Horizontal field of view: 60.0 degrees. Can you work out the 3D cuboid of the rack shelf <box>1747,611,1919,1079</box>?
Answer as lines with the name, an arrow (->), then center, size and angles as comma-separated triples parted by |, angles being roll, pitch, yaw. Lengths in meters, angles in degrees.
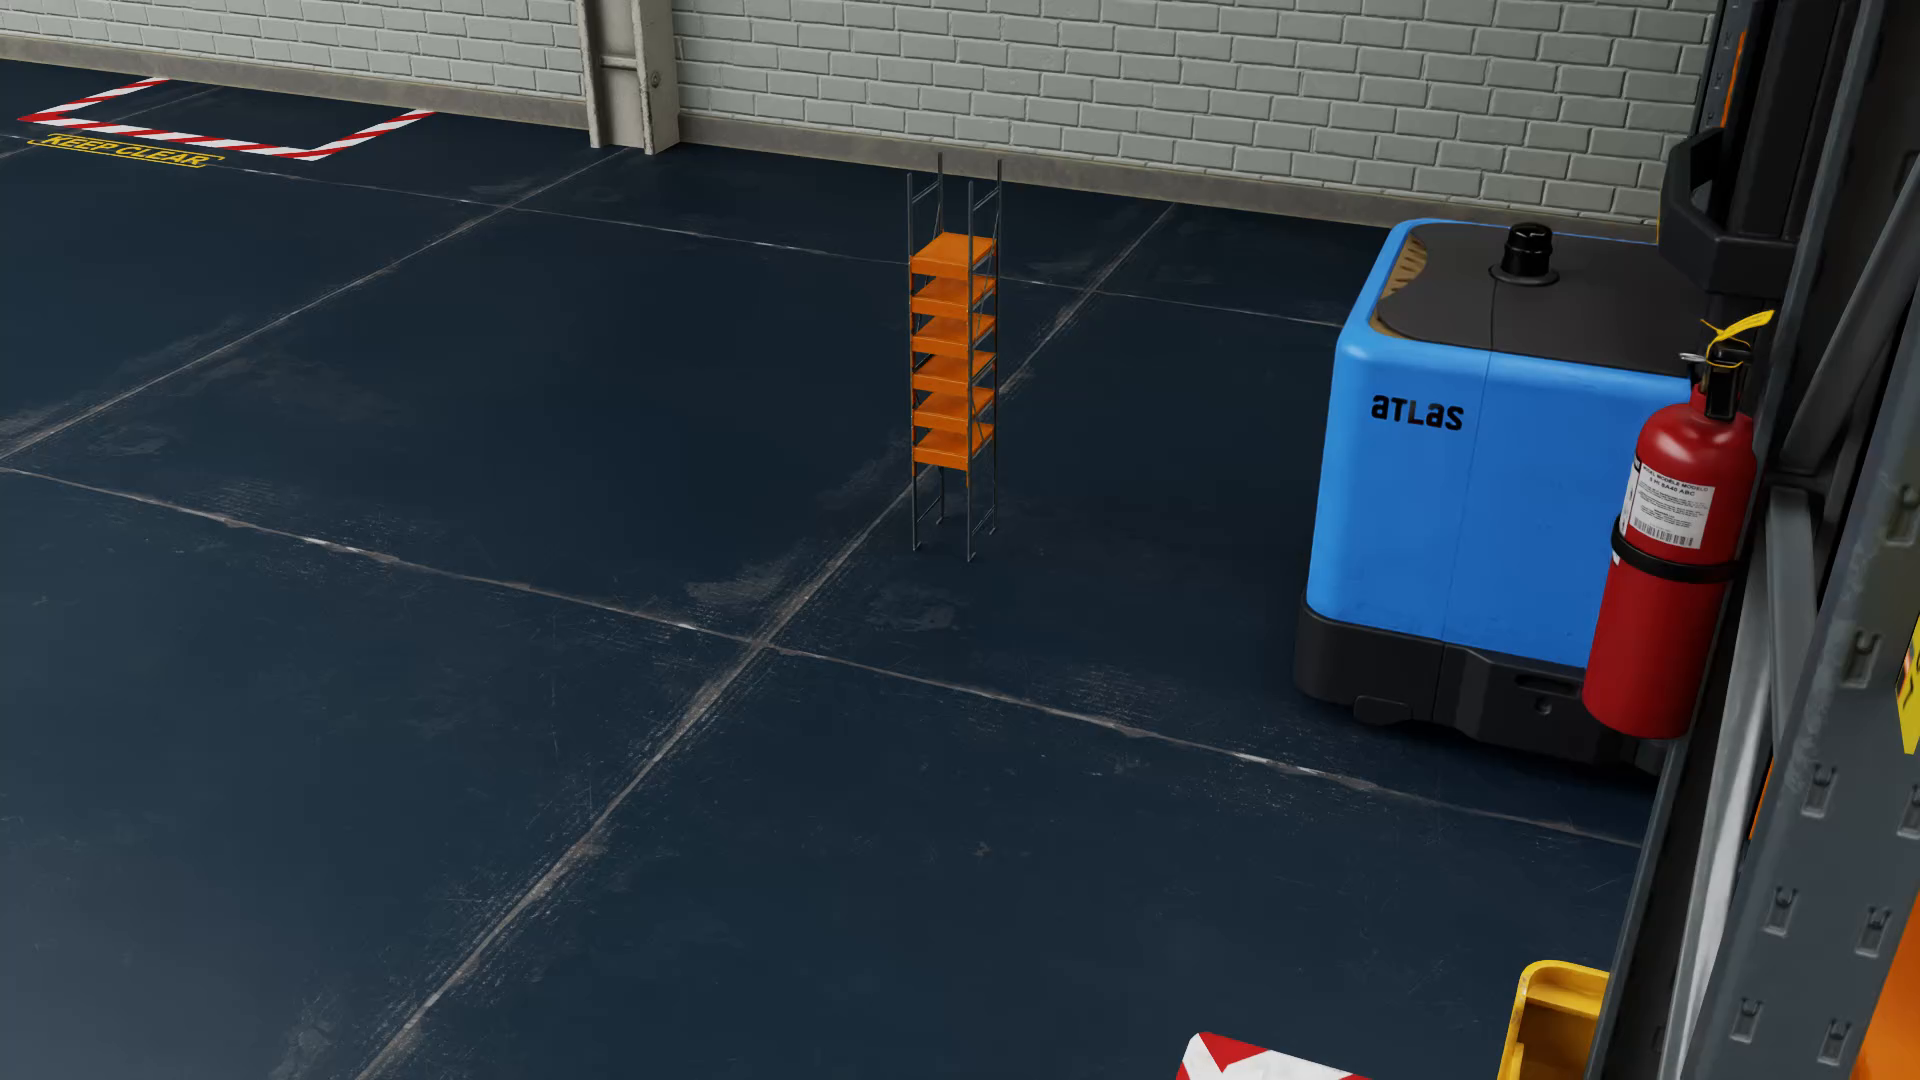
rack shelf -> 2.815, 0.845, 1.438 | 4.000, 0.370, 1.077 | 11, 31, 19

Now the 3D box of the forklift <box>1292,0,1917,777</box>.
forklift -> 2.459, -0.782, 3.655 | 3.031, 2.935, 1.130 | 11, 31, 18

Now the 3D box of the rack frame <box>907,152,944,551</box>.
rack frame -> -0.098, -0.542, 4.989 | 0.006, 1.200, 0.240 | 11, 31, 19

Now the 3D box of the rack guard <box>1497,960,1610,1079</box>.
rack guard -> 0.939, 1.245, 2.539 | 0.348, 0.500, 1.175 | 11, 31, 19

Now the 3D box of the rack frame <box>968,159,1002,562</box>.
rack frame -> 0.071, -0.508, 4.930 | 0.006, 1.200, 0.240 | 11, 31, 19

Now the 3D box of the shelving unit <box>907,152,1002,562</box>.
shelving unit -> -0.013, -0.525, 4.959 | 0.189, 1.200, 0.258 | 11, 31, 19

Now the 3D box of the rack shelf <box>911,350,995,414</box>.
rack shelf -> -0.013, -0.486, 4.981 | 0.180, 0.103, 0.258 | 11, 31, 19

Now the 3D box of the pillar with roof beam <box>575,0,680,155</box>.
pillar with roof beam -> -3.384, -4.121, 3.397 | 0.400, 9.000, 9.100 | 11, 31, 19

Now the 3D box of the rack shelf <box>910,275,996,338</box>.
rack shelf -> -0.013, -0.695, 4.863 | 0.180, 0.103, 0.258 | 11, 31, 19

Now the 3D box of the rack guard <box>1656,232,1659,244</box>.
rack guard -> 2.891, -0.996, 6.503 | 0.348, 0.500, 1.175 | 11, 31, 19

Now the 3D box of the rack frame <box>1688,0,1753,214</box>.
rack frame -> 2.821, -2.098, 5.913 | 0.127, 3.000, 1.000 | 11, 31, 19

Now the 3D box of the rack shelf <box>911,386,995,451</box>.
rack shelf -> -0.013, -0.382, 5.040 | 0.180, 0.103, 0.258 | 11, 31, 19

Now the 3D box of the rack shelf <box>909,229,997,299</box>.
rack shelf -> -0.013, -0.800, 4.804 | 0.180, 0.103, 0.258 | 11, 31, 19

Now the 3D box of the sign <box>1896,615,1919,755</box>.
sign -> 0.747, 0.002, 1.237 | 0.005, 0.325, 0.100 | 11, 31, 19

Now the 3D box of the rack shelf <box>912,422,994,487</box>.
rack shelf -> -0.013, -0.277, 5.099 | 0.180, 0.103, 0.258 | 11, 31, 19

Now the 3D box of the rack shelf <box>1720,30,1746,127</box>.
rack shelf -> 4.674, -1.415, 5.435 | 4.000, 0.370, 1.077 | 11, 31, 19

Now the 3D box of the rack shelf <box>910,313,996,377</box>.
rack shelf -> -0.013, -0.591, 4.922 | 0.180, 0.103, 0.258 | 11, 31, 19

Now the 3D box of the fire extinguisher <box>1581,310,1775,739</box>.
fire extinguisher -> 1.027, -0.038, 2.348 | 0.183, 0.674, 0.296 | 11, 31, 19
